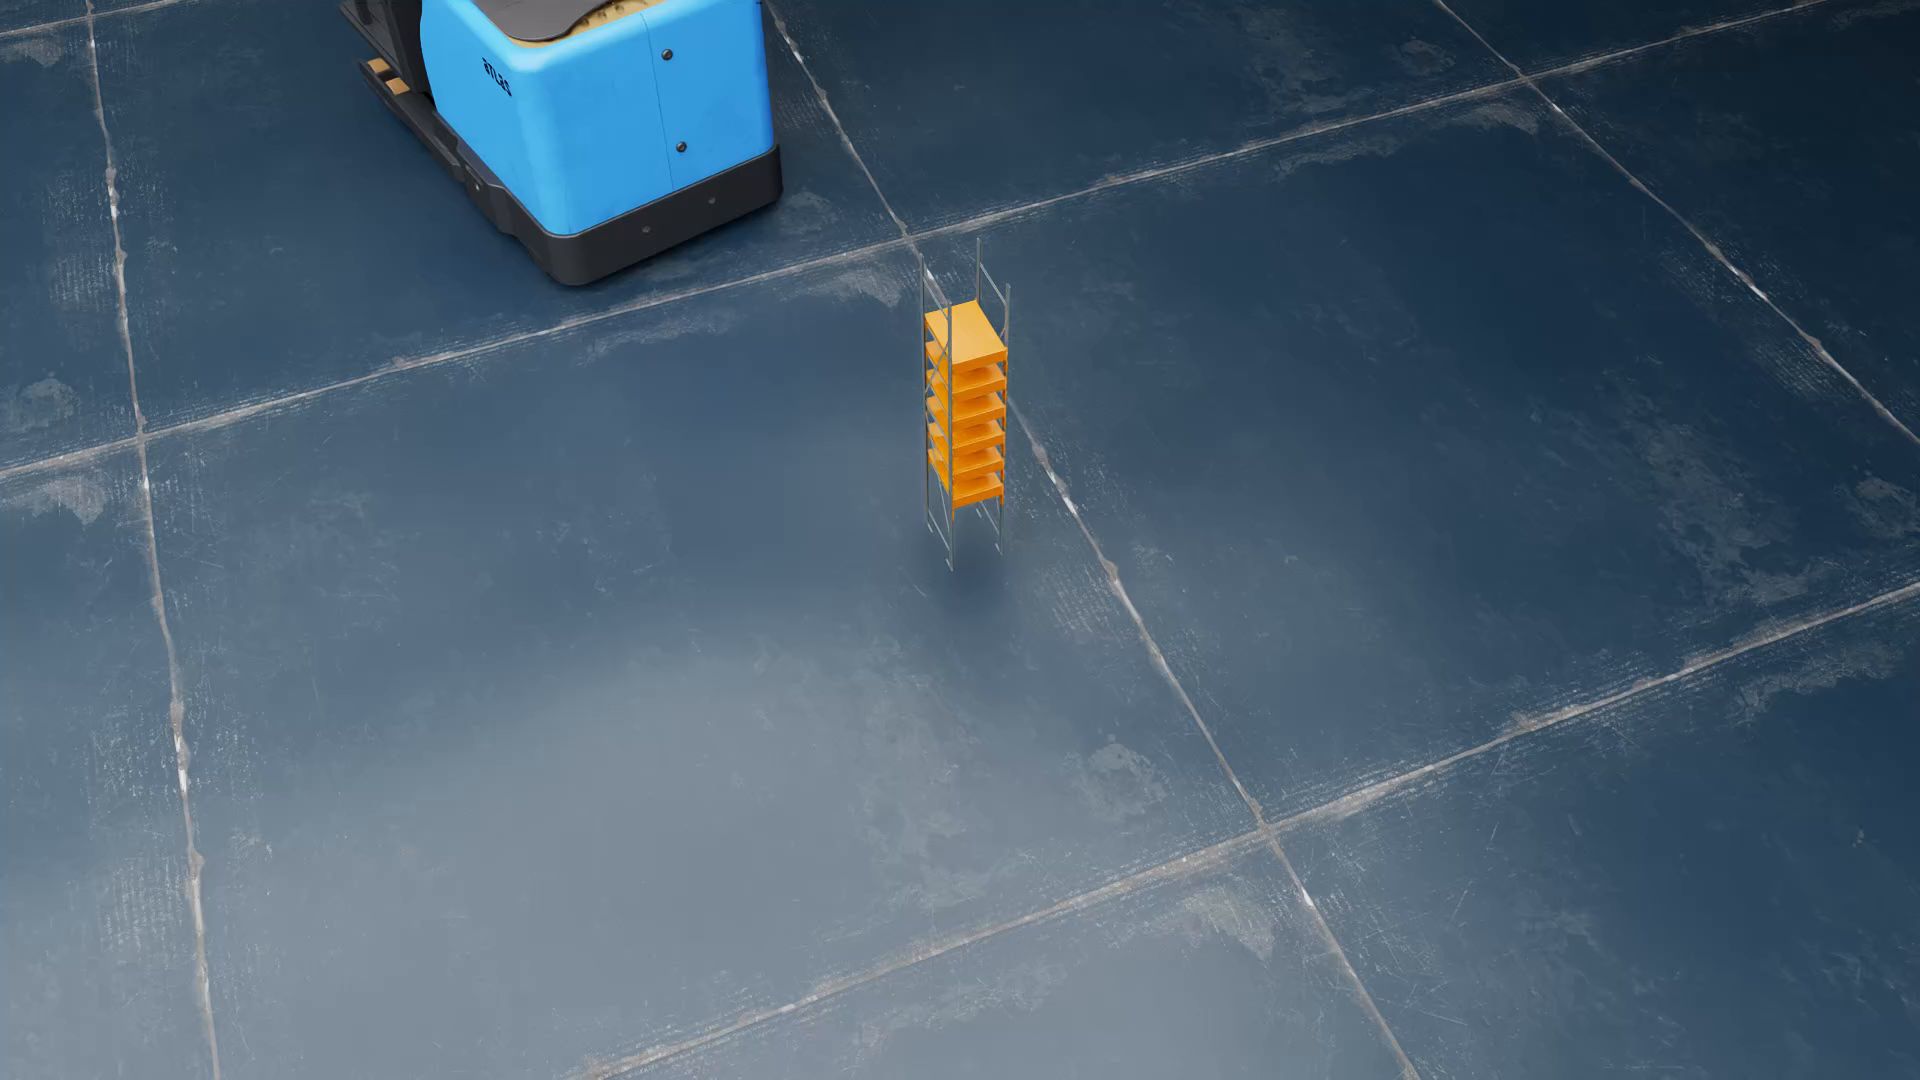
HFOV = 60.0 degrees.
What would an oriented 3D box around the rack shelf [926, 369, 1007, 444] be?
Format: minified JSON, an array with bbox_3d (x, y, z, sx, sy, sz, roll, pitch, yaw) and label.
[{"bbox_3d":[0.013,-0.444,5.241,0.180,0.103,0.258,-17,52,-14],"label":"rack shelf"}]

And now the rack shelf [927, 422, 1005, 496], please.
[{"bbox_3d":[0.013,-0.288,5.423,0.180,0.103,0.258,-17,52,-14],"label":"rack shelf"}]

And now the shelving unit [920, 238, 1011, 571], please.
[{"bbox_3d":[0.013,-0.395,5.298,0.189,1.200,0.258,-17,52,-14],"label":"shelving unit"}]

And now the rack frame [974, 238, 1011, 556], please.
[{"bbox_3d":[0.098,-0.421,5.321,0.006,1.200,0.240,-17,52,-14],"label":"rack frame"}]

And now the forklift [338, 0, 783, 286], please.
[{"bbox_3d":[-2.017,-3.029,6.419,1.130,2.935,3.031,-29,55,-23],"label":"forklift"}]

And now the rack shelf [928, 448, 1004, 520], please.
[{"bbox_3d":[0.013,-0.210,5.514,0.180,0.103,0.258,-17,52,-14],"label":"rack shelf"}]

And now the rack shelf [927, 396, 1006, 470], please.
[{"bbox_3d":[0.013,-0.366,5.332,0.180,0.103,0.258,-17,52,-14],"label":"rack shelf"}]

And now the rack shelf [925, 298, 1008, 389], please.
[{"bbox_3d":[0.013,-0.601,5.059,0.180,0.103,0.258,-17,52,-14],"label":"rack shelf"}]

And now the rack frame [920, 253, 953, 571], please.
[{"bbox_3d":[-0.071,-0.369,5.276,0.006,1.200,0.240,-17,52,-14],"label":"rack frame"}]

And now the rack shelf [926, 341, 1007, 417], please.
[{"bbox_3d":[0.013,-0.522,5.150,0.180,0.103,0.258,-17,52,-14],"label":"rack shelf"}]
